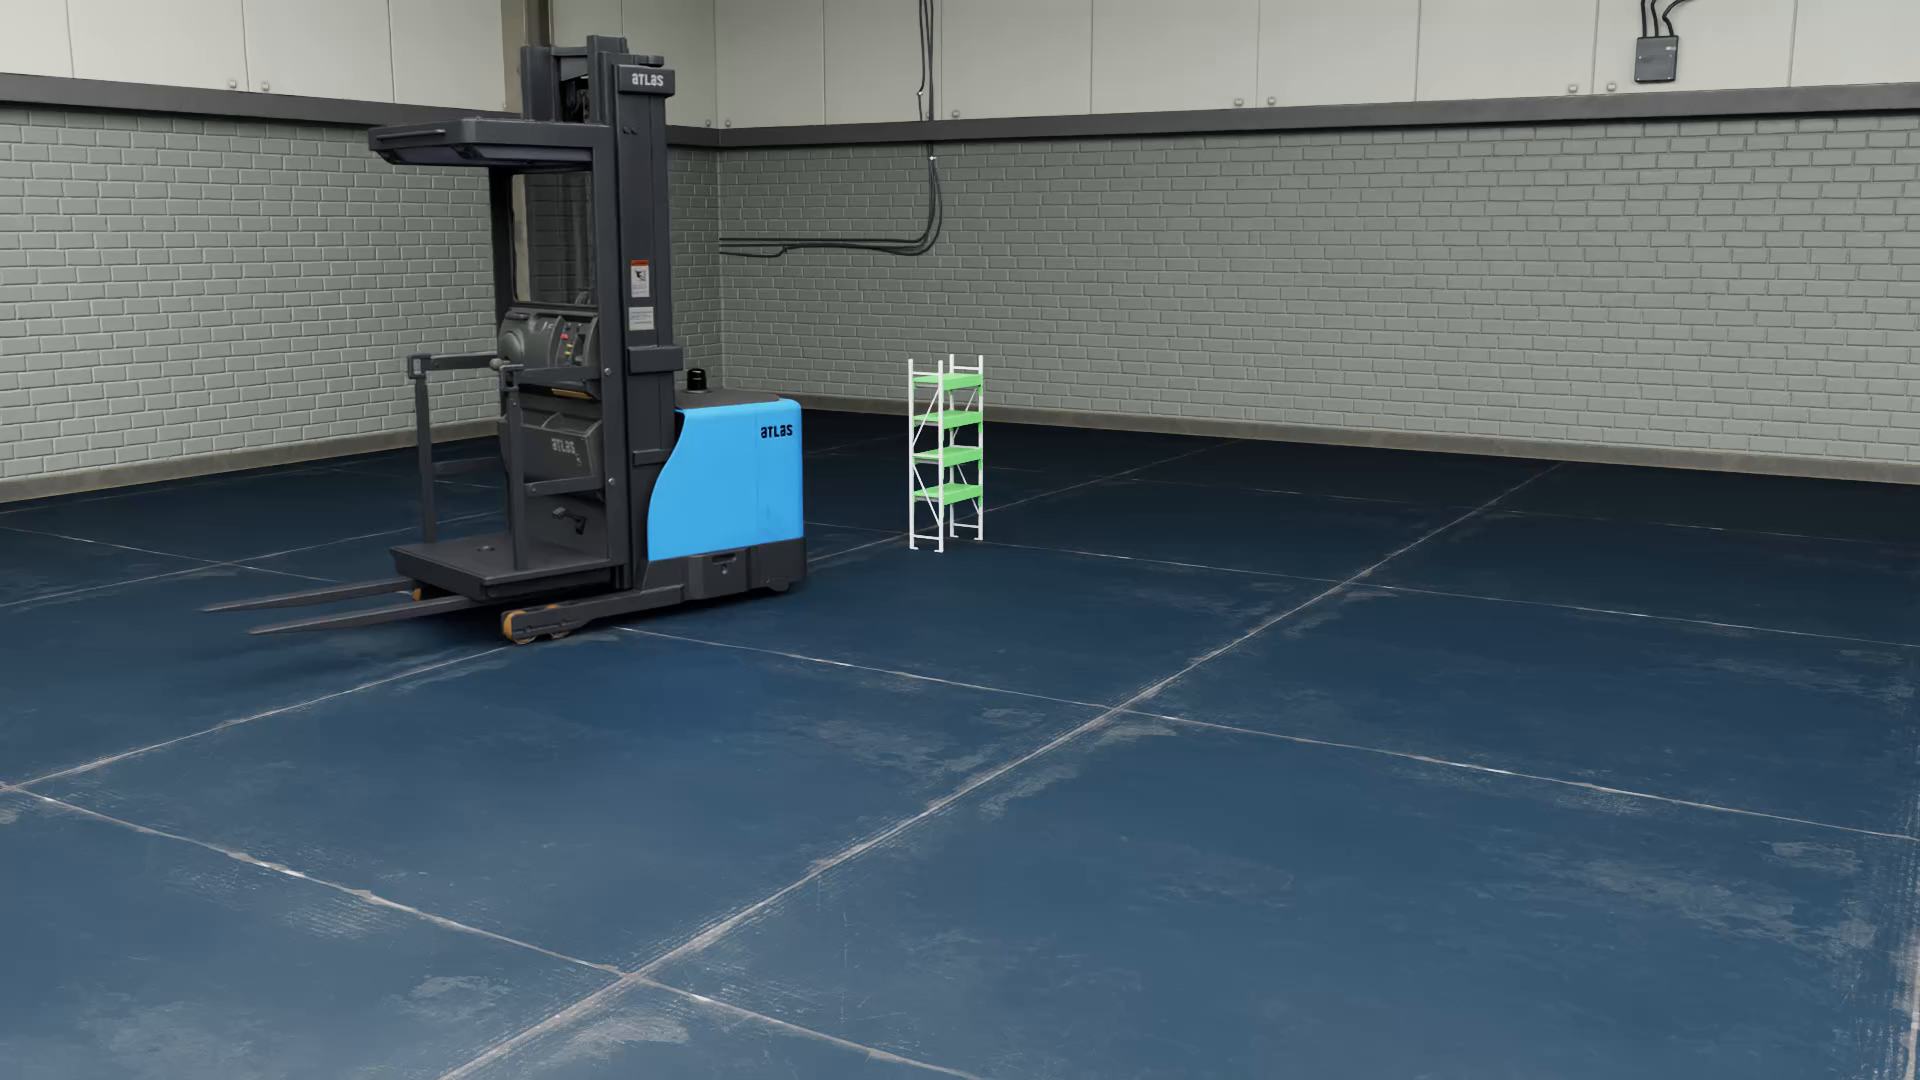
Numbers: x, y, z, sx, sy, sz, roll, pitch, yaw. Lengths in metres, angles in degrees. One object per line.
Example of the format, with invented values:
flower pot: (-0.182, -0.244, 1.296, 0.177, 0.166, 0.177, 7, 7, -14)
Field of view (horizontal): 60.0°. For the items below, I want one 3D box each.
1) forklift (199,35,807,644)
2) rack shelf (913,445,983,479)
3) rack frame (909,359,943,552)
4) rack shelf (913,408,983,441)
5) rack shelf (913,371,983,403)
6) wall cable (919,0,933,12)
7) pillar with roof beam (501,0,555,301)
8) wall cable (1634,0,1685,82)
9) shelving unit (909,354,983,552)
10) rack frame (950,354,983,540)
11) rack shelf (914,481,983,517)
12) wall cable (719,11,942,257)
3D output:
forklift: (-2.283, -1.038, 8.446, 3.031, 2.935, 1.130, -10, 14, -42)
rack shelf: (-0.086, -0.501, 10.631, 0.258, 0.148, 0.480, 6, 12, 31)
rack frame: (-0.213, -0.525, 10.414, 0.240, 1.200, 0.015, 6, 12, 31)
rack shelf: (-0.086, -0.737, 10.587, 0.258, 0.148, 0.480, 6, 12, 31)
rack shelf: (-0.086, -0.973, 10.543, 0.258, 0.148, 0.480, 6, 12, 31)
wall cable: (0.784, -6.576, 16.252, 3.097, 2.526, 0.112, 6, 12, 31)
pillar with roof beam: (-0.508, -5.130, 13.815, 9.100, 9.000, 0.400, 6, 12, 31)
wall cable: (6.578, -6.640, 12.641, 2.305, 6.003, 0.169, 6, 12, 31)
shelving unit: (-0.086, -0.564, 10.619, 0.258, 1.200, 0.503, 6, 12, 31)
rack frame: (0.041, -0.602, 10.824, 0.240, 1.200, 0.015, 6, 12, 31)
rack shelf: (-0.086, -0.265, 10.675, 0.258, 0.148, 0.480, 6, 12, 31)
wall cable: (-1.528, -4.352, 18.097, 3.097, 2.526, 0.112, 6, 12, 31)
